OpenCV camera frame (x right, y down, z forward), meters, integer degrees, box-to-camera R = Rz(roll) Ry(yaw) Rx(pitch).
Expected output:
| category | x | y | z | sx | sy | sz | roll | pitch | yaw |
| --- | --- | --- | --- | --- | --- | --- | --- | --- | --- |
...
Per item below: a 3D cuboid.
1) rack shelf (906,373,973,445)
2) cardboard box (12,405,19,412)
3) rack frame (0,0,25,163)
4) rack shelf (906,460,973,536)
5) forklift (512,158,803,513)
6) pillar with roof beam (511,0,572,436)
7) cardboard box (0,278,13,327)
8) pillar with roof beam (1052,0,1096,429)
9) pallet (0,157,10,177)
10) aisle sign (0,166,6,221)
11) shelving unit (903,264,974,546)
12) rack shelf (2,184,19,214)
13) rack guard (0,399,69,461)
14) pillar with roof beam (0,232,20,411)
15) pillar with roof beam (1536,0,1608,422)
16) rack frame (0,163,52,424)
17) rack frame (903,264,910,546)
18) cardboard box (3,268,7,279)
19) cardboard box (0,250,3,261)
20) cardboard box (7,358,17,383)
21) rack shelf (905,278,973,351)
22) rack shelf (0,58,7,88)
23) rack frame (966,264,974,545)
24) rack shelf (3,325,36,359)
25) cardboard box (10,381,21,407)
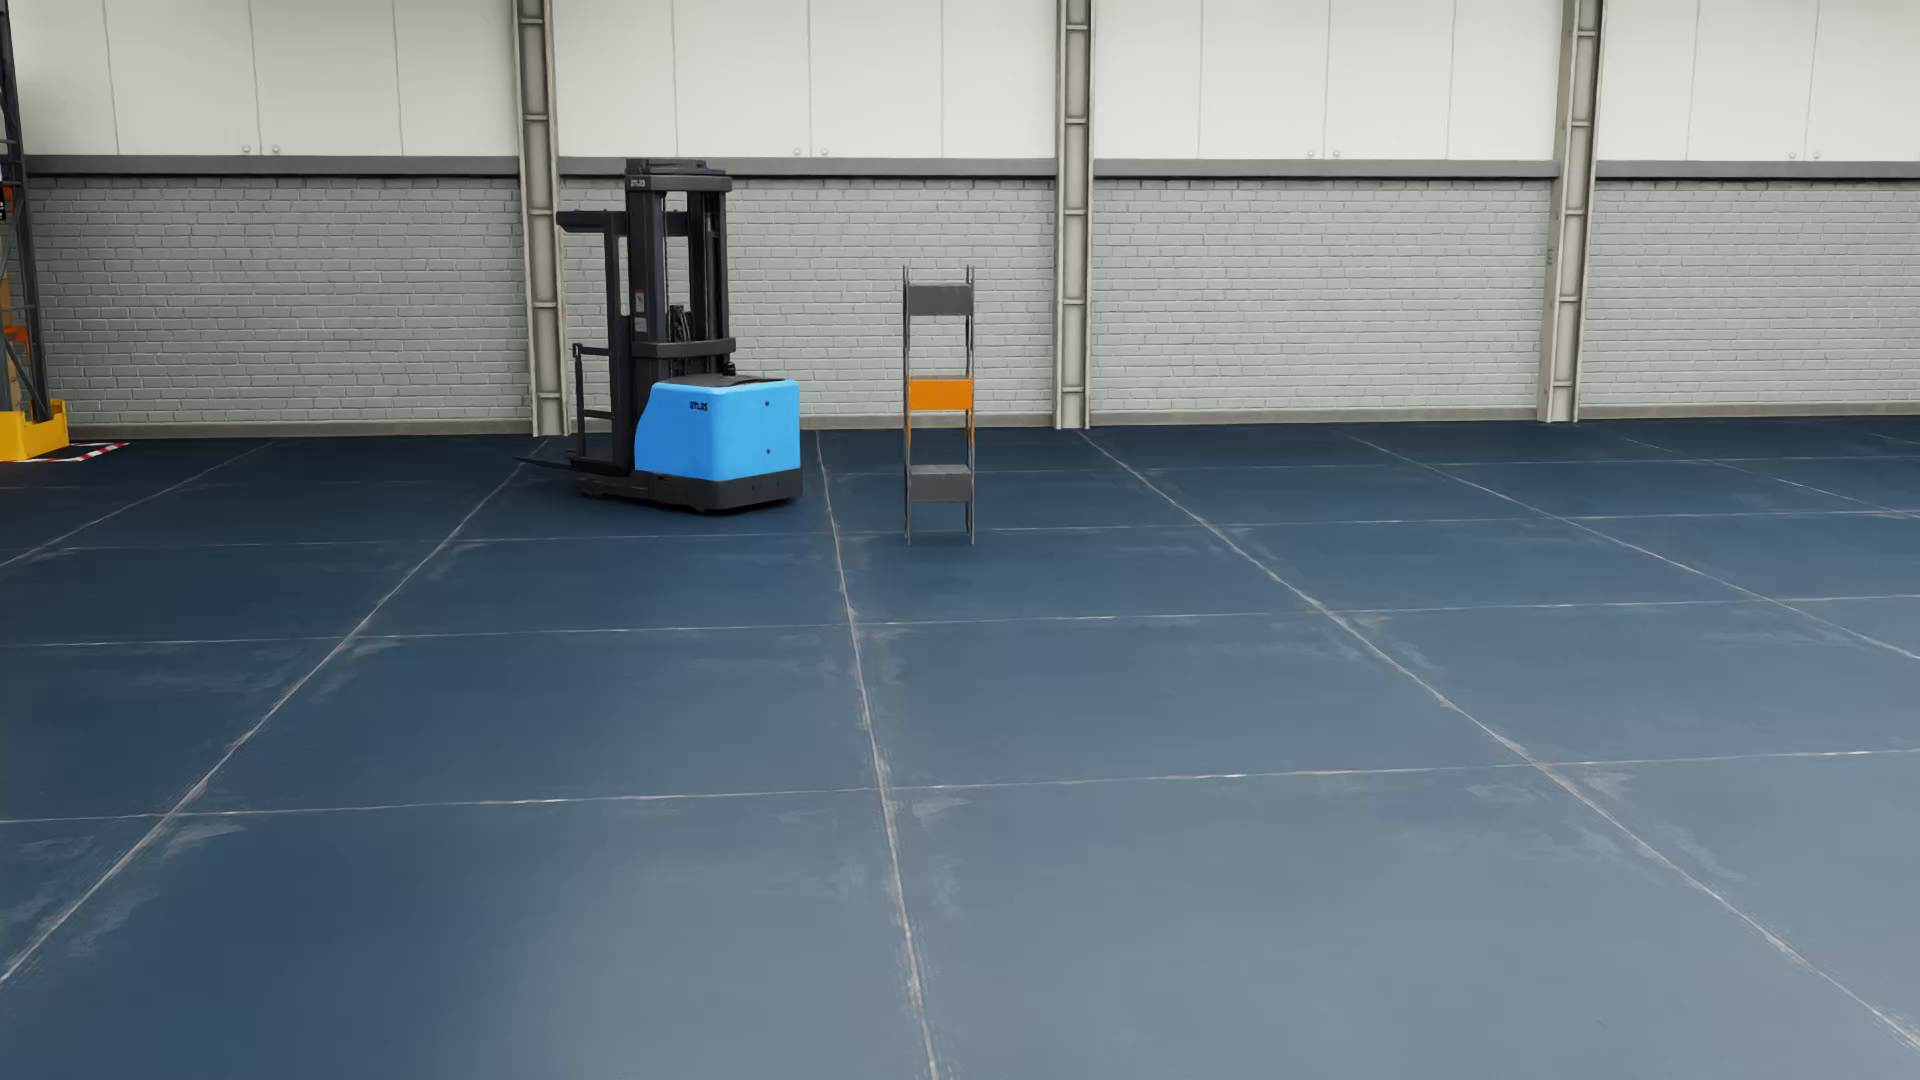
| category | x | y | z | sx | sy | sz | roll | pitch | yaw |
| --- | --- | --- | --- | --- | --- | --- | --- | --- | --- |
| rack shelf | -0.165 | -1.013 | 12.651 | 0.480 | 0.518 | 0.431 | -1 | 11 | -6 |
| cardboard box | -10.342 | -1.279 | 17.635 | 0.500 | 0.250 | 0.500 | -1 | 11 | -6 |
| rack frame | -9.833 | -5.338 | 16.693 | 0.127 | 3.000 | 1.000 | -1 | 11 | -6 |
| rack shelf | -0.165 | -0.327 | 12.786 | 0.480 | 0.518 | 0.431 | -1 | 11 | -6 |
| forklift | -2.843 | -1.874 | 14.800 | 3.031 | 2.935 | 1.130 | 9 | 14 | 38 |
| pillar with roof beam | -4.192 | -4.796 | 13.935 | 0.400 | 9.000 | 9.100 | -1 | 11 | -6 |
| cardboard box | -10.355 | -2.486 | 17.481 | 0.500 | 0.500 | 0.500 | -1 | 11 | -4 |
| pillar with roof beam | 1.773 | -4.921 | 14.571 | 0.400 | 9.000 | 9.100 | -1 | 11 | -6 |
| pallet | -10.538 | -3.813 | 16.941 | 1.213 | 0.211 | 1.003 | -1 | 11 | -6 |
| aisle sign | -9.736 | -3.615 | 16.742 | 0.004 | 0.787 | 0.394 | -1 | 11 | -6 |
| shelving unit | -0.165 | -1.027 | 12.648 | 0.503 | 2.100 | 0.431 | -1 | 11 | -6 |
| rack shelf | -11.821 | -3.472 | 16.840 | 4.000 | 0.370 | 1.077 | -1 | 11 | -6 |
| rack guard | -9.809 | -1.168 | 17.516 | 0.348 | 0.500 | 1.175 | -1 | 11 | -6 |
| pillar with roof beam | -10.157 | -4.671 | 13.299 | 0.400 | 9.000 | 9.100 | -1 | 11 | -6 |
| pillar with roof beam | 7.737 | -5.046 | 15.207 | 0.400 | 9.000 | 9.100 | -1 | 11 | -6 |
| rack frame | -9.833 | -2.394 | 17.272 | 0.127 | 3.000 | 1.000 | -1 | 11 | -6 |
| rack frame | -0.407 | -1.022 | 12.622 | 0.015 | 2.100 | 0.400 | -1 | 11 | -6 |
| cardboard box | -10.198 | -2.805 | 17.417 | 0.250 | 0.149 | 0.380 | -1 | 11 | -8 |
| cardboard box | -10.190 | -2.942 | 17.344 | 0.250 | 0.149 | 0.380 | -1 | 11 | -7 |
| cardboard box | -10.331 | -1.768 | 17.534 | 0.500 | 0.250 | 0.500 | -1 | 11 | -7 |
| rack shelf | -0.165 | -1.700 | 12.516 | 0.480 | 0.518 | 0.431 | -1 | 11 | -6 |
| rack shelf | -11.821 | -4.747 | 16.589 | 4.000 | 0.370 | 1.077 | -1 | 11 | -6 |
| rack frame | 0.078 | -1.032 | 12.674 | 0.015 | 2.100 | 0.400 | -1 | 11 | -6 |
| rack shelf | -11.821 | -2.000 | 17.129 | 4.000 | 0.370 | 1.077 | -1 | 11 | -6 |
| cardboard box | -10.322 | -1.527 | 17.601 | 0.500 | 0.250 | 0.500 | -1 | 11 | -5 |
